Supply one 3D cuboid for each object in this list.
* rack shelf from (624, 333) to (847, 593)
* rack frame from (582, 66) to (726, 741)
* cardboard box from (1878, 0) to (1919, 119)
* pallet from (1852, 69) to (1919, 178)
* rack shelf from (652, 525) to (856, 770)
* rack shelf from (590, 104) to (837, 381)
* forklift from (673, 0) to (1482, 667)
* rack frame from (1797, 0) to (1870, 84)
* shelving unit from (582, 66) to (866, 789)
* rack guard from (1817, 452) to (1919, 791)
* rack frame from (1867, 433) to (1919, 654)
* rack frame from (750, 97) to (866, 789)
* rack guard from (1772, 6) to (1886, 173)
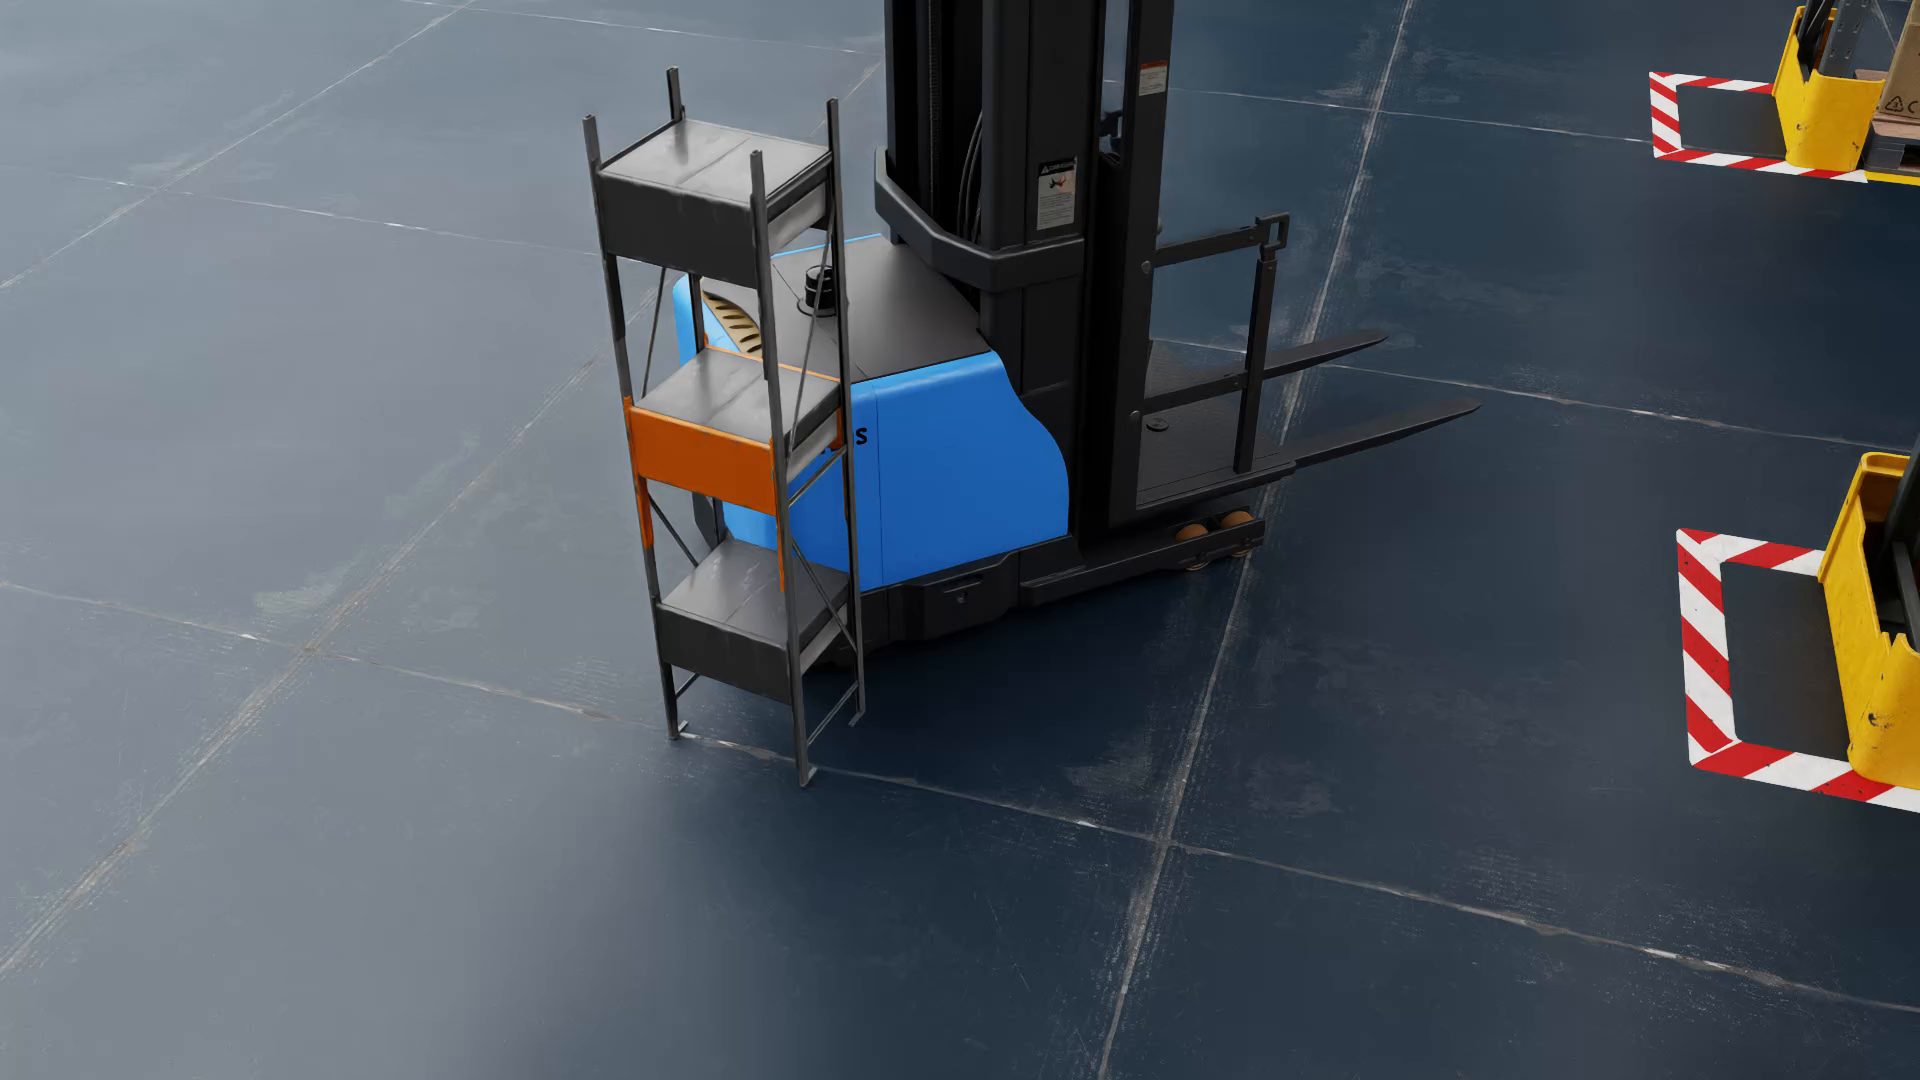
[{"bbox_3d":[-0.625,-0.230,4.814,0.480,0.518,0.431,16,39,21],"label":"rack shelf"},{"bbox_3d":[-0.844,-0.305,4.893,0.015,2.100,0.400,16,39,21],"label":"rack frame"},{"bbox_3d":[5.337,-2.589,8.991,0.500,0.500,0.500,18,40,22],"label":"cardboard box"},{"bbox_3d":[5.583,-2.246,9.124,1.213,0.211,1.003,10,38,14],"label":"pallet"},{"bbox_3d":[-0.625,0.334,5.229,0.480,0.518,0.431,16,39,21],"label":"rack shelf"},{"bbox_3d":[-0.625,-0.794,4.400,0.480,0.518,0.431,16,39,21],"label":"rack shelf"},{"bbox_3d":[0.564,-1.337,5.594,3.031,2.935,1.130,-16,39,-20],"label":"forklift"},{"bbox_3d":[4.746,-3.546,8.538,0.127,3.000,1.000,10,38,14],"label":"rack frame"},{"bbox_3d":[-0.625,-0.241,4.806,0.503,2.100,0.431,16,39,21],"label":"shelving unit"},{"bbox_3d":[3.148,0.245,5.496,0.348,0.500,1.175,10,38,14],"label":"rack guard"},{"bbox_3d":[3.170,-0.758,4.749,0.127,3.000,1.000,10,38,14],"label":"rack frame"},{"bbox_3d":[-0.406,-0.177,4.719,0.015,2.100,0.400,16,39,21],"label":"rack frame"},{"bbox_3d":[4.818,-2.526,9.260,0.348,0.500,1.175,10,38,14],"label":"rack guard"}]
